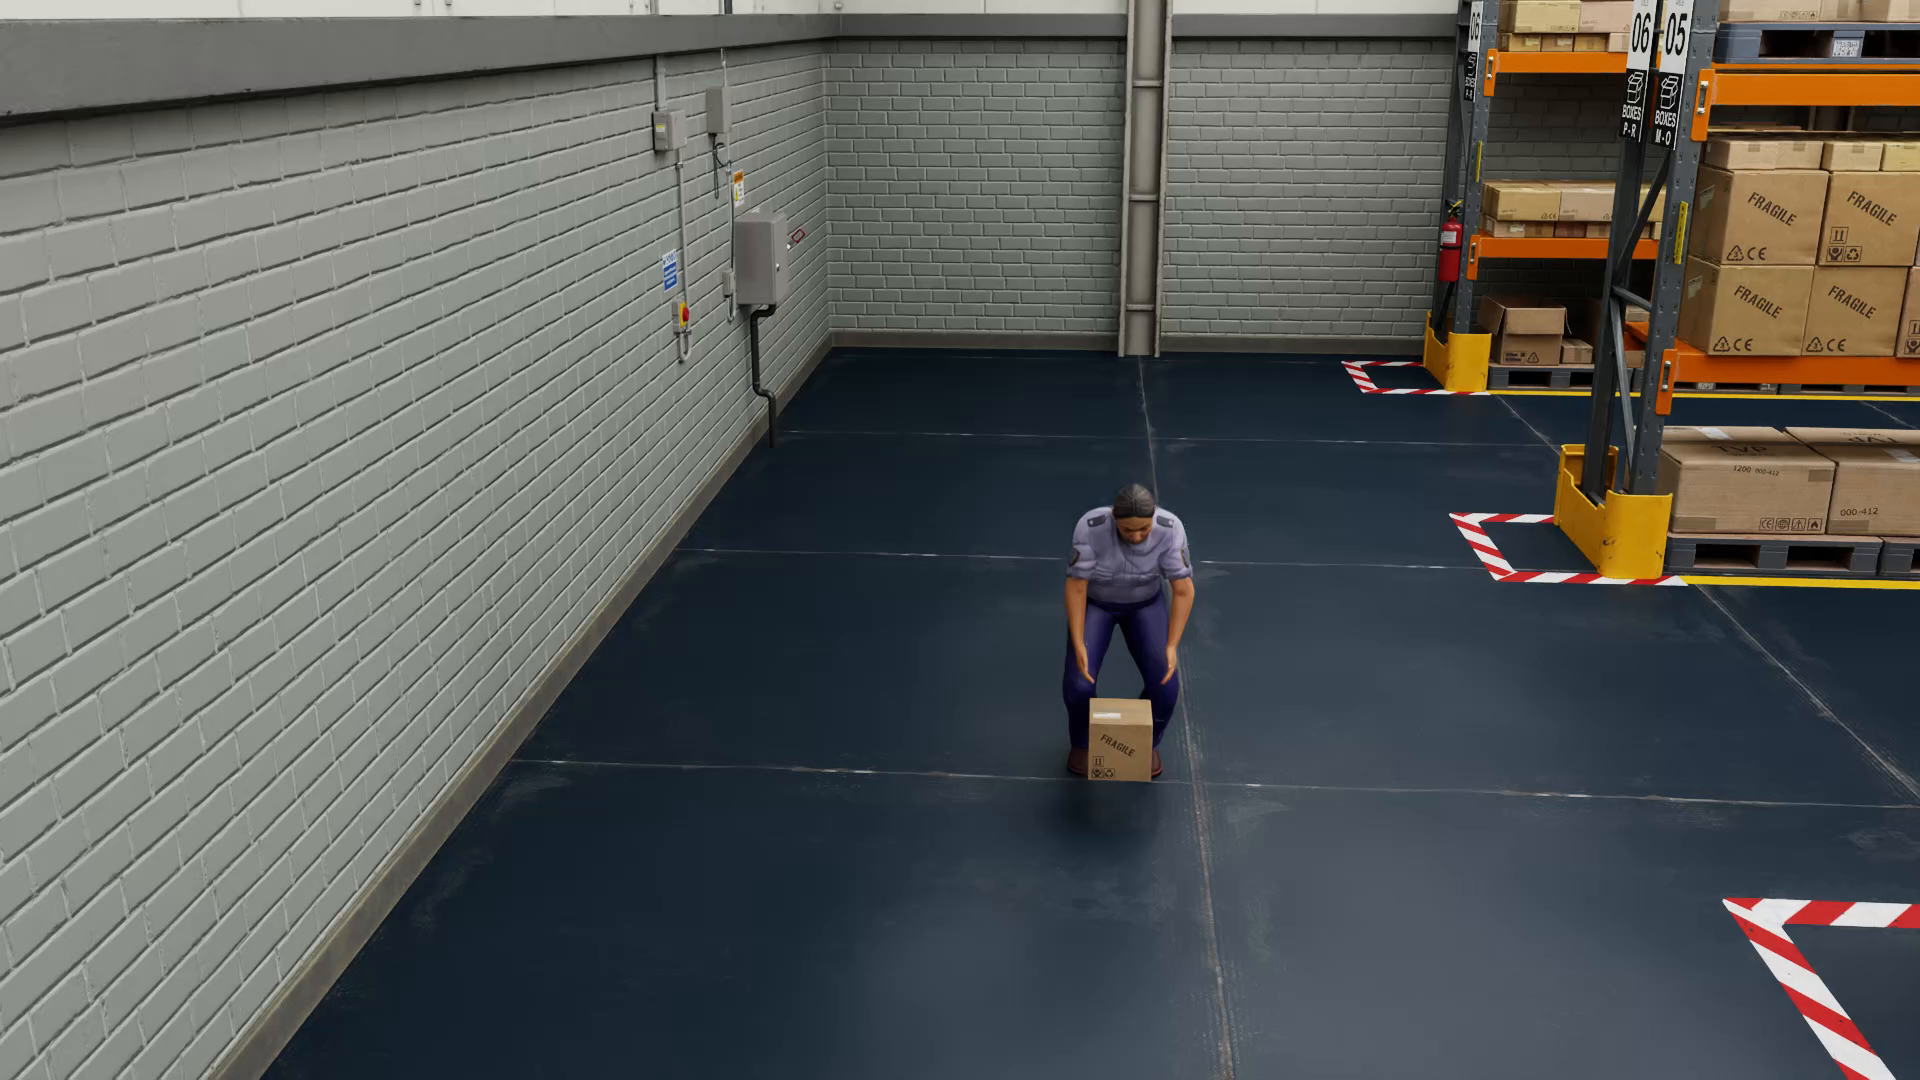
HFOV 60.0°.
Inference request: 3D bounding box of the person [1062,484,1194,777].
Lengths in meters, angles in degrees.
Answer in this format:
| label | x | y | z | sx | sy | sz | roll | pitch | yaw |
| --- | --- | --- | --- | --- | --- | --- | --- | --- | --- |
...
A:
| label | x | y | z | sx | sy | sz | roll | pitch | yaw |
| --- | --- | --- | --- | --- | --- | --- | --- | --- | --- |
| person | 0.705 | 0.348 | 7.001 | 0.535 | 1.341 | 0.672 | 1 | 18 | 4 |
